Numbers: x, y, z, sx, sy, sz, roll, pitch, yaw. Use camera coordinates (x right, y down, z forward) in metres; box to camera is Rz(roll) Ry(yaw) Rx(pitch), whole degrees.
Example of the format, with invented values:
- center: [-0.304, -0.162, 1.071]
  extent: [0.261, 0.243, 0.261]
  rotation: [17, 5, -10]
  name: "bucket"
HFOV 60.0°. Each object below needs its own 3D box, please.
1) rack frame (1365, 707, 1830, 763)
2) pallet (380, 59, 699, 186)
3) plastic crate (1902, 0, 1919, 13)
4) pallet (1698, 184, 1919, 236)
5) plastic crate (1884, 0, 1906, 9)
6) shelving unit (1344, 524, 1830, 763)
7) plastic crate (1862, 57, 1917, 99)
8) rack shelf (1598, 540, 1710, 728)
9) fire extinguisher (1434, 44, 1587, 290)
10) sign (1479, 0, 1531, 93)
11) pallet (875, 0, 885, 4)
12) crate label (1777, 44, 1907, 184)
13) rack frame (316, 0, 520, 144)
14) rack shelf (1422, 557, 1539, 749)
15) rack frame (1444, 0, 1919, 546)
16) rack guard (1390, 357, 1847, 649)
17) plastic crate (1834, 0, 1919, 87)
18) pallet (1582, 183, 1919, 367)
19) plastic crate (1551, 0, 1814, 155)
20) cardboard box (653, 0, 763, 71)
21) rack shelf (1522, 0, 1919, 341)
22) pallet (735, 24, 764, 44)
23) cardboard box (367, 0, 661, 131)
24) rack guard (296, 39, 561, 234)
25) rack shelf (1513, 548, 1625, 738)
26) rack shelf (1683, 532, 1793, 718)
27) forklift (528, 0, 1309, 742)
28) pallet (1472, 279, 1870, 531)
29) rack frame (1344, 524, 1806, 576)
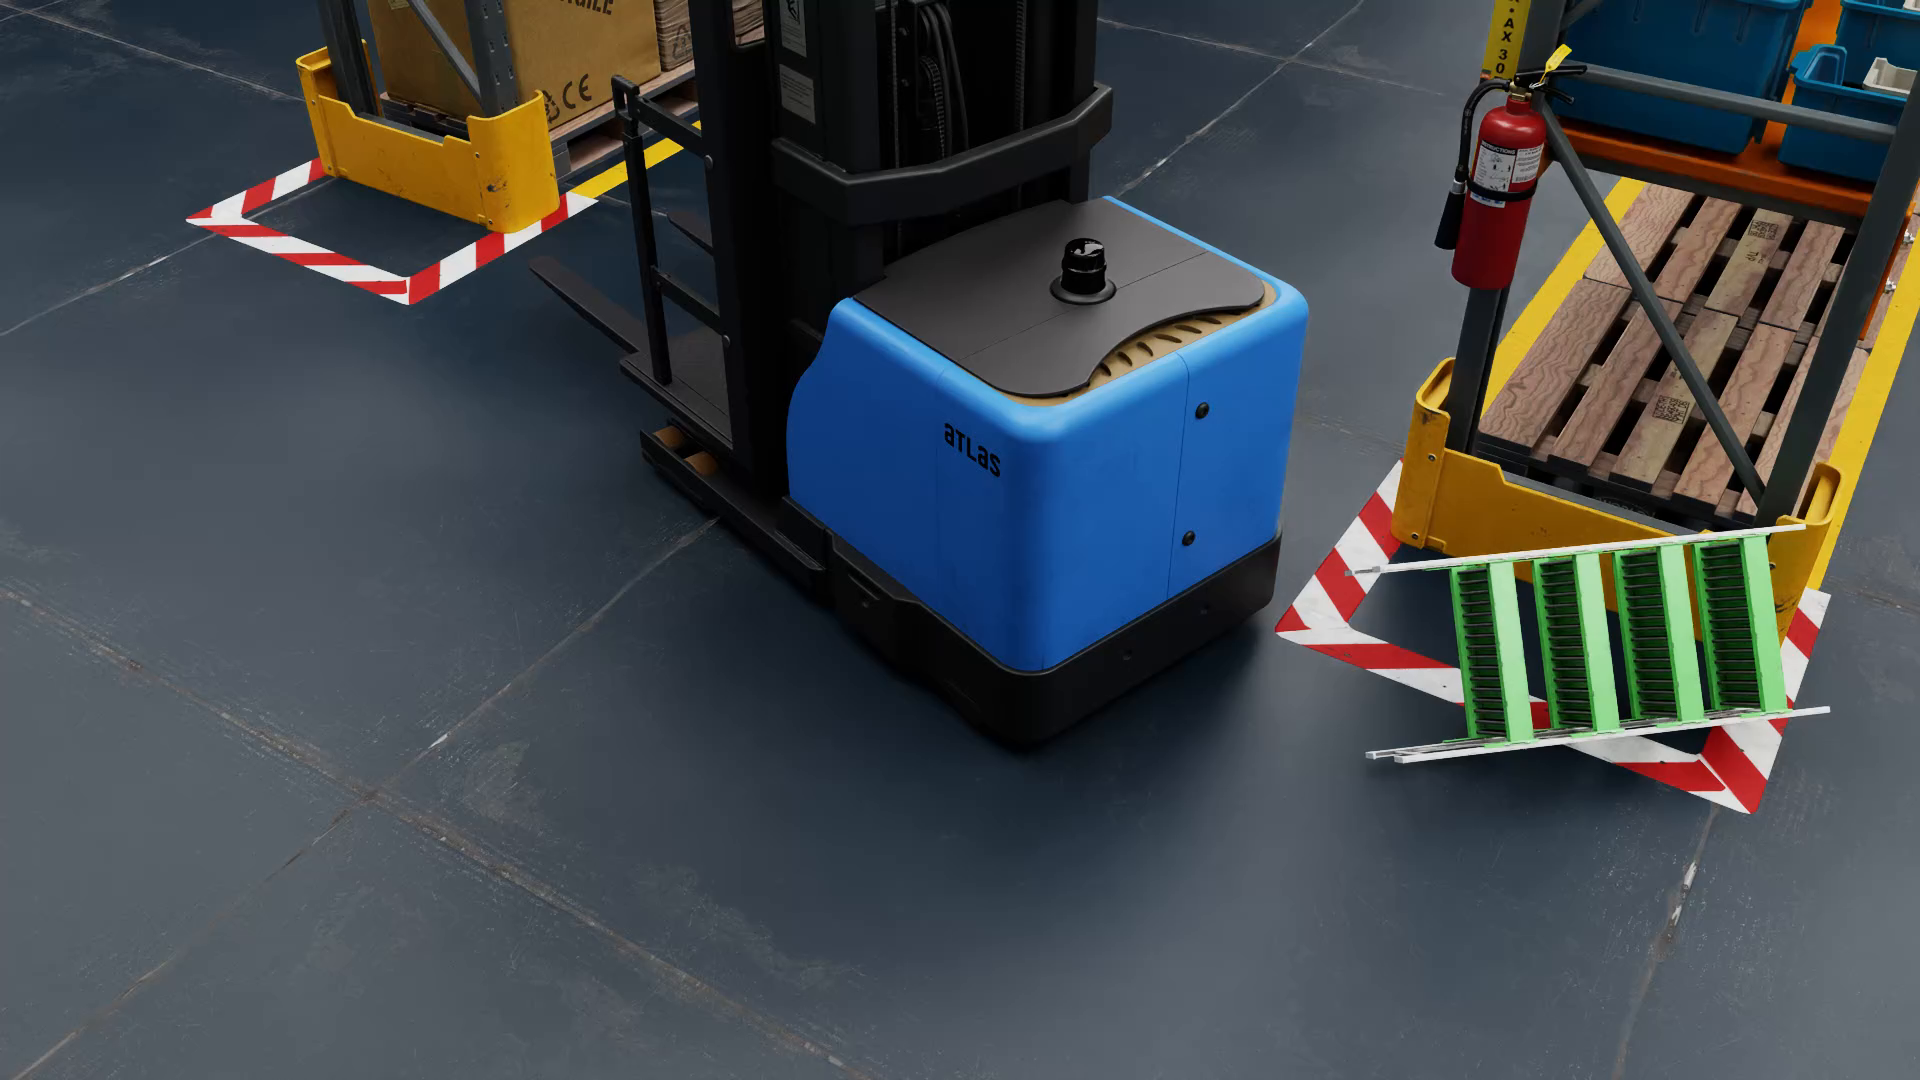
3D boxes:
- center: [1.692, 0.512, 4.421]
  extent: [1.200, 0.015, 0.240]
  rotation: [-5, -3, -9]
  name: "rack frame"
- center: [-1.890, -2.068, 7.759]
  extent: [1.003, 0.211, 1.213]
  rotation: [21, 42, 25]
  name: "pallet"
- center: [2.945, -1.541, 4.959]
  extent: [0.250, 0.136, 0.298]
  rotation: [21, 42, 25]
  name: "plastic crate"
- center: [3.712, -1.680, 7.257]
  extent: [1.003, 0.211, 1.213]
  rotation: [21, 42, 25]
  name: "pallet"
- center: [3.045, -1.770, 5.177]
  extent: [0.416, 0.233, 0.300]
  rotation: [21, 42, 25]
  name: "plastic crate"
- center: [1.668, 0.270, 4.436]
  extent: [1.200, 0.503, 0.258]
  rotation: [-5, -3, -9]
  name: "shelving unit"
- center: [2.582, -1.191, 4.506]
  extent: [0.250, 0.136, 0.298]
  rotation: [21, 42, 25]
  name: "plastic crate"
- center: [1.841, 0.254, 4.464]
  extent: [0.148, 0.480, 0.258]
  rotation: [-5, -3, -9]
  name: "rack shelf"
- center: [1.465, -1.007, 4.468]
  extent: [0.296, 0.674, 0.183]
  rotation: [21, 42, 25]
  name: "fire extinguisher"
- center: [1.457, -1.350, 4.411]
  extent: [0.100, 0.325, 0.005]
  rotation: [21, 42, 25]
  name: "sign"
- center: [-0.583, -3.326, 9.391]
  extent: [1.003, 0.211, 1.213]
  rotation: [21, 42, 25]
  name: "pallet"
- center: [2.340, -1.091, 4.297]
  extent: [0.416, 0.233, 0.303]
  rotation: [21, 42, 25]
  name: "crate label"
- center: [-2.252, -2.734, 6.340]
  extent: [1.000, 3.000, 0.127]
  rotation: [21, 42, 25]
  name: "rack frame"
- center: [1.369, 0.297, 4.388]
  extent: [0.148, 0.480, 0.258]
  rotation: [-5, -3, -9]
  name: "rack shelf"
- center: [1.930, -1.114, 4.239]
  extent: [1.000, 3.000, 0.127]
  rotation: [21, 42, 25]
  name: "rack frame"
- center: [1.928, -0.108, 4.980]
  extent: [1.175, 0.500, 0.348]
  rotation: [21, 42, 25]
  name: "rack guard"
- center: [2.693, -1.431, 4.737]
  extent: [0.416, 0.233, 0.300]
  rotation: [21, 42, 25]
  name: "plastic crate"
- center: [3.059, -1.049, 6.438]
  extent: [1.003, 0.211, 1.213]
  rotation: [21, 42, 25]
  name: "pallet"
- center: [1.951, -1.386, 4.513]
  extent: [0.616, 0.435, 0.499]
  rotation: [21, 42, 25]
  name: "plastic crate"
- center: [-1.490, -2.884, 7.931]
  extent: [0.875, 0.875, 0.875]
  rotation: [21, 42, 25]
  name: "cardboard box"
- center: [3.001, -1.860, 5.796]
  extent: [1.077, 0.370, 4.000]
  rotation: [21, 42, 25]
  name: "rack shelf"
- center: [-1.236, -2.694, 8.572]
  extent: [1.003, 0.211, 1.213]
  rotation: [21, 42, 25]
  name: "pallet"
- center: [-1.977, -2.415, 7.323]
  extent: [0.875, 0.875, 0.875]
  rotation: [21, 42, 25]
  name: "cardboard box"
- center: [-2.265, -1.732, 7.087]
  extent: [1.175, 0.500, 0.348]
  rotation: [21, 42, 25]
  name: "rack guard"
- center: [1.605, 0.275, 4.426]
  extent: [0.148, 0.480, 0.258]
  rotation: [-5, -3, -9]
  name: "rack shelf"
- center: [2.077, 0.232, 4.502]
  extent: [0.148, 0.480, 0.258]
  rotation: [-5, -3, -9]
  name: "rack shelf"
- center: [-0.399, -1.453, 4.735]
  extent: [1.130, 2.935, 3.031]
  rotation: [-27, 45, -30]
  name: "forklift"
- center: [2.404, -0.422, 5.625]
  extent: [1.003, 0.211, 1.213]
  rotation: [21, 42, 25]
  name: "pallet"
- center: [1.643, 0.027, 4.451]
  extent: [1.200, 0.015, 0.240]
  rotation: [-5, -3, -9]
  name: "rack frame"
